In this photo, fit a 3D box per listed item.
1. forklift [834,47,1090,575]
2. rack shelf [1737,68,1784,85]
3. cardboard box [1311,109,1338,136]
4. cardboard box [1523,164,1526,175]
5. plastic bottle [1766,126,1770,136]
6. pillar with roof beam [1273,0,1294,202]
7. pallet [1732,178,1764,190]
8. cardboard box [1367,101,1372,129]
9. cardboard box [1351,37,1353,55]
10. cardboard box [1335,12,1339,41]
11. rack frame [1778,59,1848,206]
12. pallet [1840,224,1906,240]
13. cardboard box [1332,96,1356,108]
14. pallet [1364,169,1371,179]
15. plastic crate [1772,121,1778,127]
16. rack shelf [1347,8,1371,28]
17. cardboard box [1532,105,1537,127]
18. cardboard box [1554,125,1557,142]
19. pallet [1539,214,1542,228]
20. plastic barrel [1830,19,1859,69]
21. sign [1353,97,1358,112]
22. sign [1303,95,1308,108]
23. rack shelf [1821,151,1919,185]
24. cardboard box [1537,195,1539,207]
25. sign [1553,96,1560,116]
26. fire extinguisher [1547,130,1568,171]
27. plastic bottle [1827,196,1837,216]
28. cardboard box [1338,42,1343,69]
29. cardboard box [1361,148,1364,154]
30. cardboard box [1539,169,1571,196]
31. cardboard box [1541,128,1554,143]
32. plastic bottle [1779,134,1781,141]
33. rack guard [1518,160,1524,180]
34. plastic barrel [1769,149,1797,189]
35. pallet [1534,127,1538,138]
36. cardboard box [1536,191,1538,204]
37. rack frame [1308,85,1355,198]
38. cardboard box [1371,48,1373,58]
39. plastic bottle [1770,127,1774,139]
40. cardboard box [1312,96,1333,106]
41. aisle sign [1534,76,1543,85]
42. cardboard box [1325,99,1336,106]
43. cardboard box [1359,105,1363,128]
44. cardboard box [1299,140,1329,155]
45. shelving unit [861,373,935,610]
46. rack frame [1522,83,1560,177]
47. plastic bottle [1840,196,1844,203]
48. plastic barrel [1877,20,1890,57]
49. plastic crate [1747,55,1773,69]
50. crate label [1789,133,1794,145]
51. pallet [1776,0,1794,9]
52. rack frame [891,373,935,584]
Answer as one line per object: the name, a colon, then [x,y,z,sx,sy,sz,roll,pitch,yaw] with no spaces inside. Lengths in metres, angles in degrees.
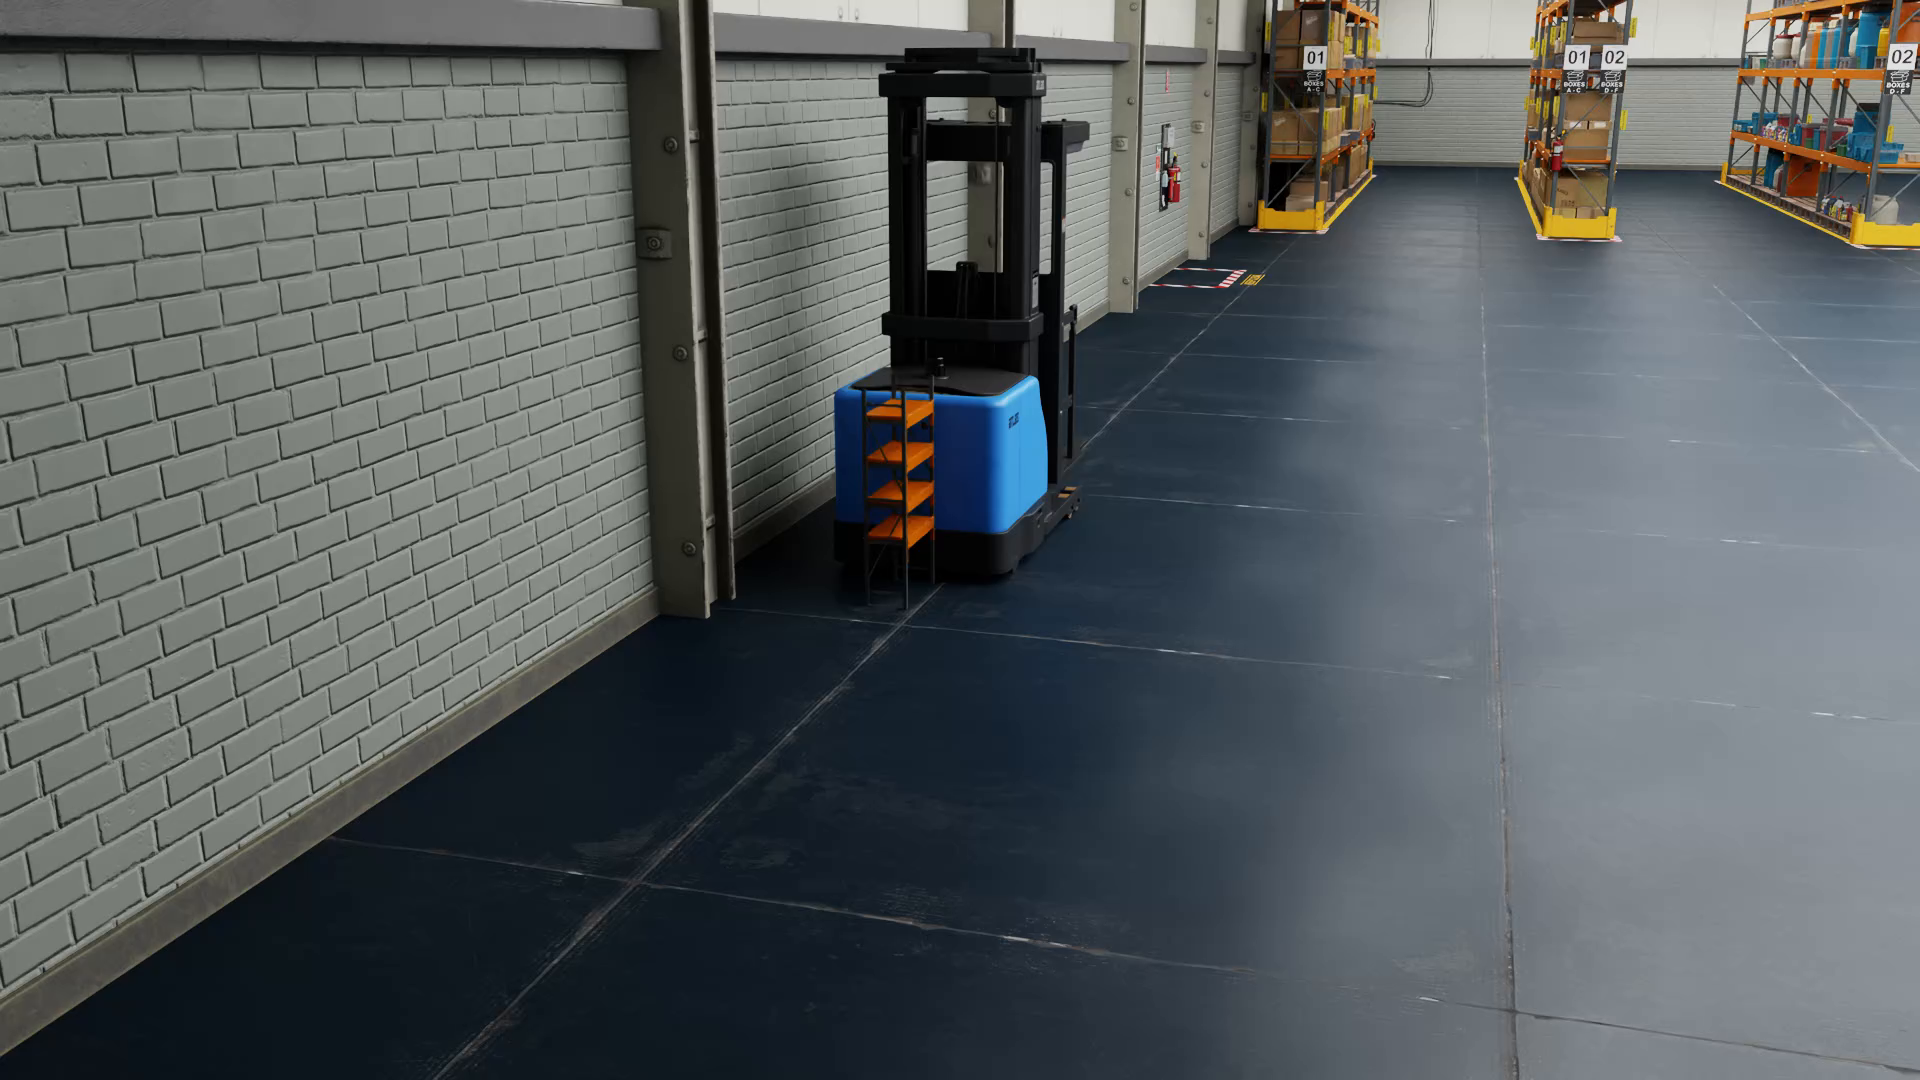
forklift: [0.177,-1.573,10.503,1.130,2.935,3.031,5,16,16]
rack shelf: [19.484,-11.108,39.817,1.077,0.370,4.000,5,16,16]
cardboard box: [7.016,-8.052,32.084,0.500,0.500,0.500,4,16,14]
cardboard box: [14.594,-9.426,42.299,0.500,0.250,0.500,5,16,16]
plastic bottle: [18.256,-9.211,37.541,0.097,0.271,0.097,0,16,0]
pillar with roof beam: [11.209,-11.489,34.344,9.100,9.000,0.400,5,16,16]
pallet: [19.432,-8.662,40.481,1.003,0.211,1.213,5,16,16]
cardboard box: [10.223,-11.122,43.493,0.980,0.700,0.700,4,16,15]
cardboard box: [8.762,-11.461,38.751,0.700,0.500,0.500,5,16,16]
cardboard box: [6.675,-9.443,30.574,0.500,0.500,0.500,5,17,17]
rack frame: [17.779,-8.441,34.594,1.000,3.000,0.127,5,16,16]
pallet: [15.718,-5.243,28.426,1.003,0.211,1.213,5,16,16]
cardboard box: [8.665,-9.878,37.518,0.500,0.250,0.500,5,17,17]
pallet: [10.402,-9.746,44.303,1.003,0.211,1.213,5,16,16]
plastic crate: [19.526,-9.845,39.649,0.437,0.282,0.530,5,16,16]
rack shelf: [8.849,-12.081,38.481,1.077,0.370,4.000,5,16,16]
cardboard box: [13.684,-9.832,38.542,0.700,0.500,0.500,7,17,25]
cardboard box: [11.774,-7.712,31.837,0.700,0.500,0.500,4,16,14]
pallet: [11.283,-5.914,30.791,1.003,0.211,1.213,5,16,16]
plastic barrel: [16.579,-9.229,30.955,0.600,0.901,0.708,5,16,16]
sign: [8.803,-9.689,37.015,0.100,0.325,0.005,5,16,16]
sign: [7.747,-9.809,37.293,0.100,0.325,0.005,5,16,16]
rack shelf: [16.074,-6.526,29.157,1.077,0.370,4.000,5,16,16]
cardboard box: [11.472,-6.561,32.235,0.500,0.250,0.500,5,16,16]
sign: [10.241,-7.450,28.543,0.100,0.325,0.005,5,16,16]
fire extinguisher: [10.279,-6.701,28.601,0.296,0.674,0.183,5,16,16]
plastic bottle: [15.961,-6.104,30.400,0.144,0.351,0.185,4,16,14]
cardboard box: [7.237,-9.512,32.651,0.500,0.500,0.500,5,17,17]
cardboard box: [10.148,-9.967,42.596,0.380,0.149,0.250,4,16,14]
cardboard box: [11.328,-6.792,31.672,0.500,0.500,0.500,5,16,16]
cardboard box: [12.591,-8.565,35.191,0.500,0.311,0.500,4,16,15]
plastic bottle: [17.739,-8.701,35.874,0.097,0.201,0.097,0,16,0]
rack guard: [15.283,-9.697,43.601,1.175,0.500,0.348,5,16,16]
plastic barrel: [18.544,-8.354,37.362,0.600,0.901,0.708,5,16,16]
pallet: [13.579,-9.243,37.772,1.003,0.211,1.213,5,16,16]
cardboard box: [11.734,-6.790,33.041,0.500,0.250,0.500,4,16,15]
rack frame: [8.281,-9.210,37.302,1.000,3.000,0.127,5,16,16]
cardboard box: [10.164,-12.305,42.038,0.500,0.250,0.500,4,16,14]
plastic bottle: [18.090,-9.034,36.909,0.152,0.276,0.135,5,16,16]
cardboard box: [8.161,-9.910,37.632,0.500,0.250,0.500,5,17,17]
aisle sign: [15.042,-12.211,43.119,0.394,0.787,0.004,5,16,16]
cardboard box: [8.134,-9.604,36.513,0.380,0.149,0.250,2,16,7]
cardboard box: [9.392,-10.182,39.967,0.500,0.500,0.500,5,17,16]
cardboard box: [6.450,-7.157,30.304,0.500,0.250,0.500,4,16,14]
shelving unit: [-0.331,-0.274,9.094,0.258,1.200,0.503,5,17,16]
rack frame: [15.304,-10.920,43.330,1.000,3.000,0.127,5,16,16]
plastic bottle: [16.153,-6.142,30.535,0.144,0.351,0.185,5,16,16]
plastic barrel: [15.708,-8.392,27.808,0.600,0.588,0.600,0,16,0]
plastic crate: [19.355,-11.569,40.238,0.504,0.338,0.767,5,16,16]
crate label: [17.300,-8.280,34.330,0.303,0.233,0.416,5,16,16]
pallet: [18.710,-11.872,36.773,1.003,0.211,1.213,5,16,16]
rack frame: [-0.262,-0.338,9.319,0.240,1.200,0.015,5,17,16]
